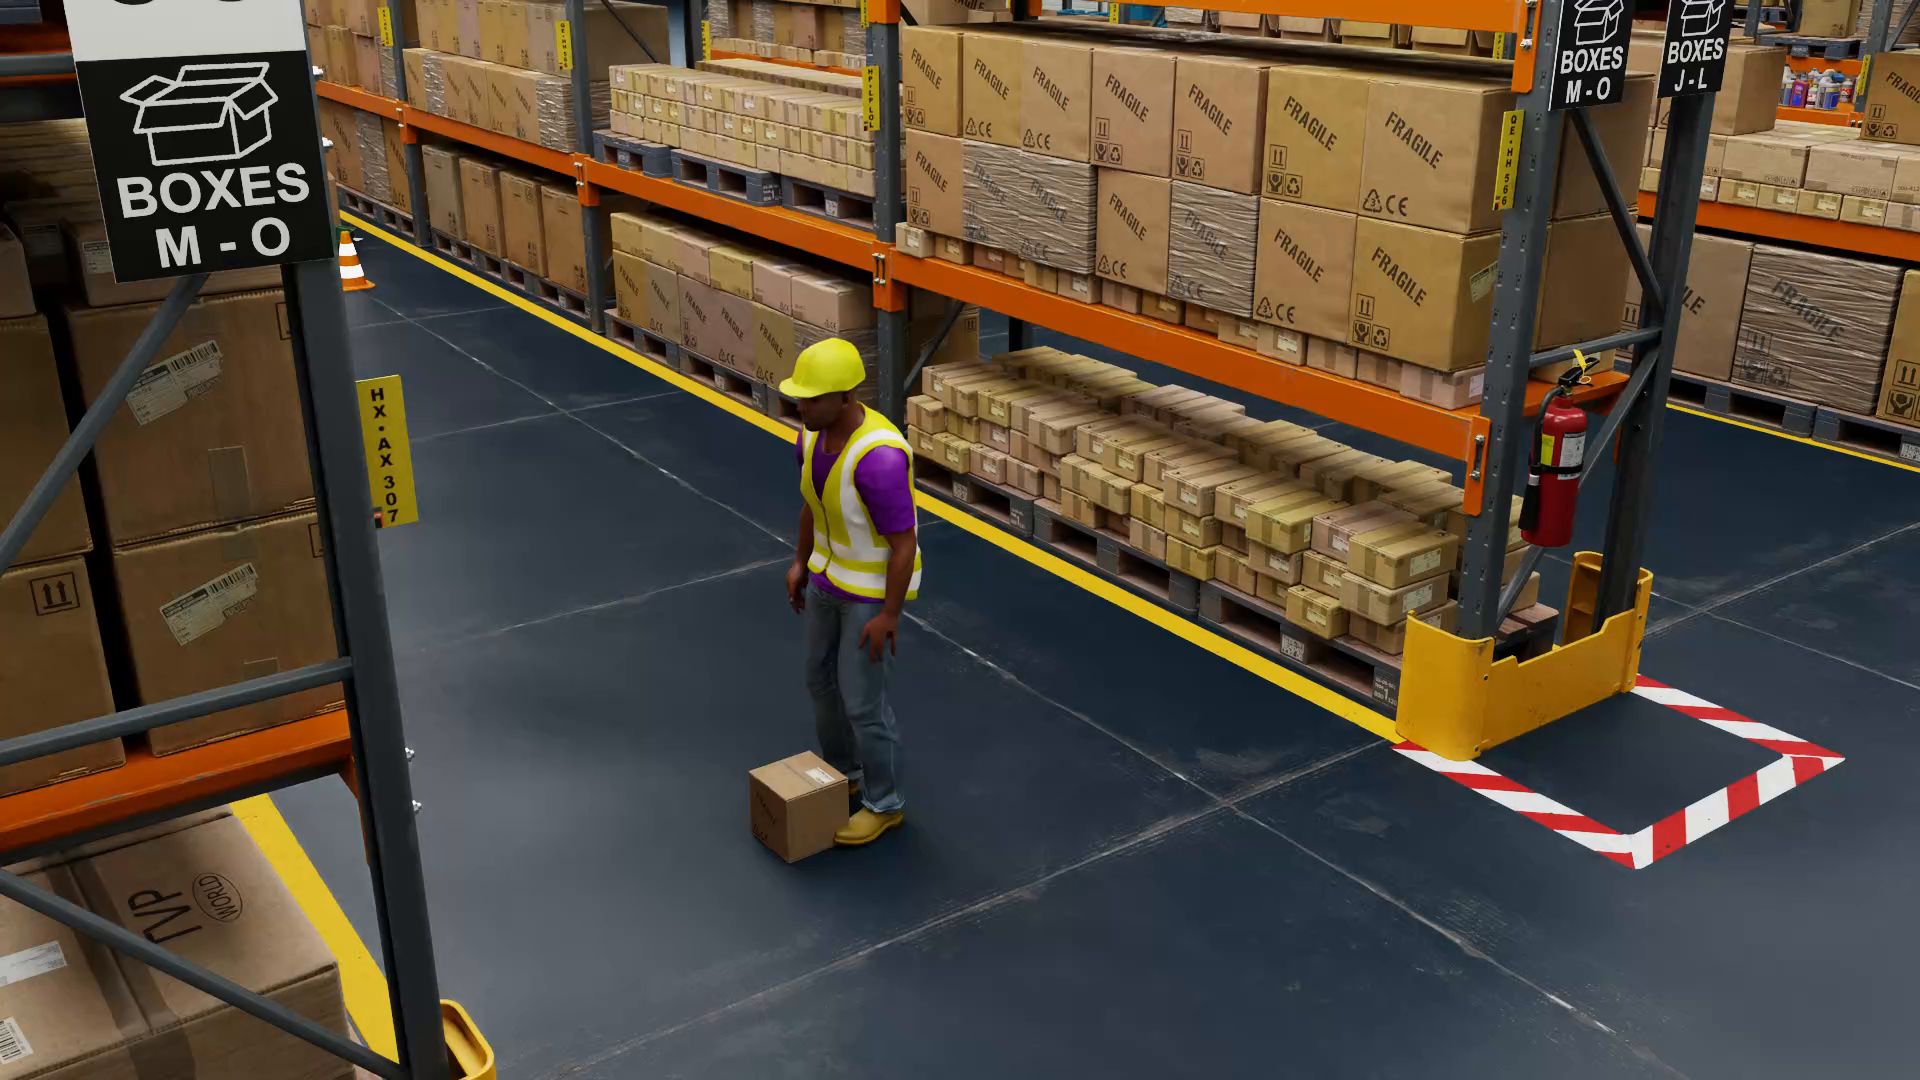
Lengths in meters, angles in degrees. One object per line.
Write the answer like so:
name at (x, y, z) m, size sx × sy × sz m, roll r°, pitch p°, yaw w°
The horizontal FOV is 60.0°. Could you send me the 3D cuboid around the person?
person at (-0.380, 0.167, 5.628) m, size 0.456 × 1.761 × 0.627 m, roll -14°, pitch 25°, yaw -33°
